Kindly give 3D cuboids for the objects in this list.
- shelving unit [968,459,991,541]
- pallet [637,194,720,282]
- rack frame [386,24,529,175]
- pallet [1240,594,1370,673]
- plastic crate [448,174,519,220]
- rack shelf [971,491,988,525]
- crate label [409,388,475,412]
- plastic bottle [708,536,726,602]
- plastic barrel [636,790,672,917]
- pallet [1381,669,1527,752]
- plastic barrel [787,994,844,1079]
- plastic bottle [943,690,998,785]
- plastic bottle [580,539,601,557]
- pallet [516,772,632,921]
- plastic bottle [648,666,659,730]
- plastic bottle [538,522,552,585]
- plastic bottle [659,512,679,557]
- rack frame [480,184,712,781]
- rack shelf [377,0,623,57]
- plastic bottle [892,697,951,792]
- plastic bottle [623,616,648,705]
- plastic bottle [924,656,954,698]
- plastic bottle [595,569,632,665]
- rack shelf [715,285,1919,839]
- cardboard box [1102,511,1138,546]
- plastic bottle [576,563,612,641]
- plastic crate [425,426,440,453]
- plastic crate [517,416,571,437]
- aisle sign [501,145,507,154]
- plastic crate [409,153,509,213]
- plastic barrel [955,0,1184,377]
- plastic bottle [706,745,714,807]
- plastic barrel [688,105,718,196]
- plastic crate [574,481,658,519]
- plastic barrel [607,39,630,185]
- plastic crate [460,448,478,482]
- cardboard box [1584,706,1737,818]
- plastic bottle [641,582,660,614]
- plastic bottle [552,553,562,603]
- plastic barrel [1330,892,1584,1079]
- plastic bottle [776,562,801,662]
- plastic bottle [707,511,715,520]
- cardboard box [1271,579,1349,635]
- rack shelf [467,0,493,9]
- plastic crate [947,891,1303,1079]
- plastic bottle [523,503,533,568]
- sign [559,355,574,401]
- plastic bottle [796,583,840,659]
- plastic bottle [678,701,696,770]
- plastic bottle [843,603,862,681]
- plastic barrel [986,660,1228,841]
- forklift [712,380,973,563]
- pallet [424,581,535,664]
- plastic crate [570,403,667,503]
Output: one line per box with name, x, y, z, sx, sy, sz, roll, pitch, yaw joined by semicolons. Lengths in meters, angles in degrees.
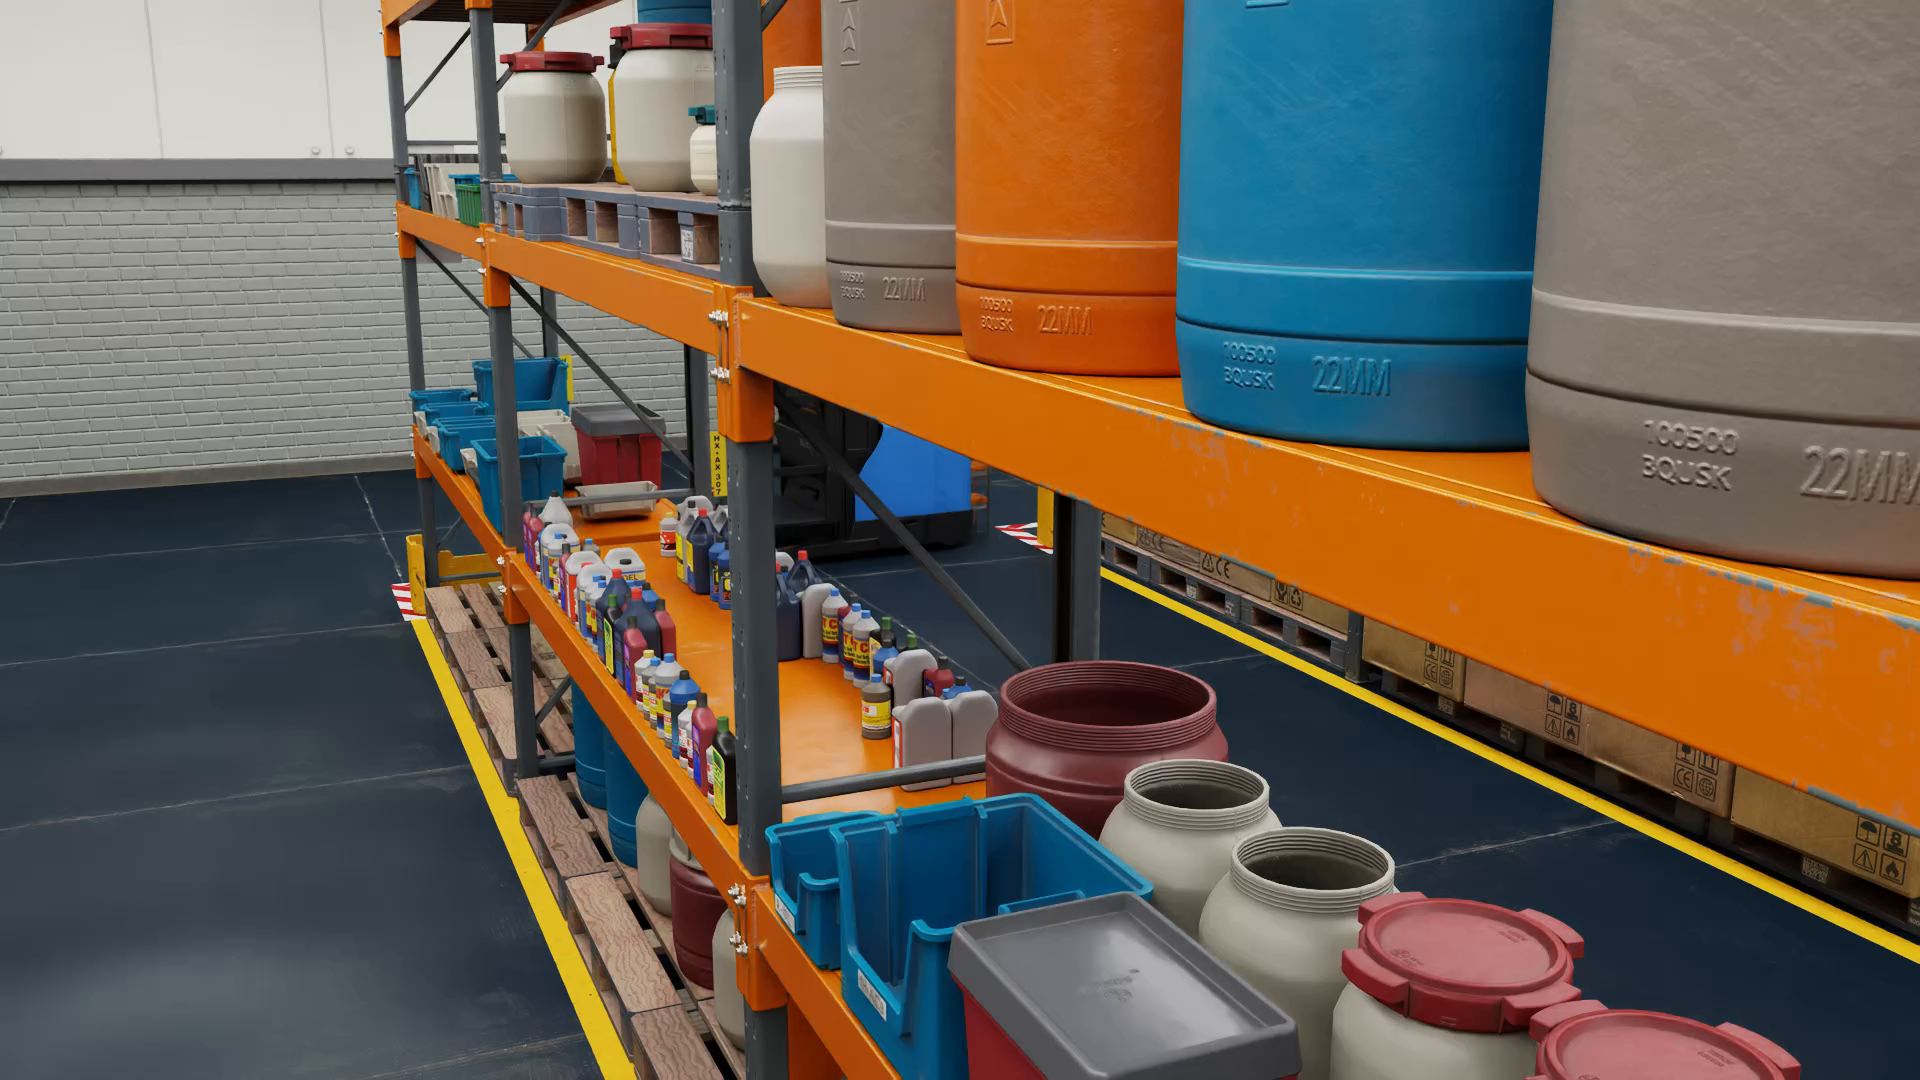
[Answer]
shelving unit;0.104;-0.537;13.860;0.215;1.050;0.252;-6;14;-26
pallet;-0.317;-0.902;4.879;1.003;0.211;1.213;-6;14;-23
rack frame;-3.305;-3.941;10.940;1.000;3.000;0.127;-6;14;-23
pallet;2.603;0.555;11.003;1.003;0.211;1.213;-6;14;-23
plastic crate;-2.360;-1.731;8.415;0.416;0.233;0.300;-6;14;-23
rack shelf;0.104;-0.256;13.925;0.215;0.259;0.240;-6;14;-26
crate label;-3.507;-0.885;11.280;0.416;0.233;0.303;-6;14;-23
plastic bottle;-1.007;0.118;6.993;0.097;0.271;0.097;0;13;0
plastic barrel;-1.072;1.201;6.616;0.421;0.512;0.421;0;13;0
pallet;3.214;0.872;9.634;1.003;0.211;1.213;-6;14;-23
plastic barrel;-0.312;1.388;5.103;0.600;0.830;0.708;-6;14;-23
plastic bottle;0.023;0.577;5.002;0.152;0.276;0.135;-6;14;-23
plastic bottle;-1.613;0.096;7.245;0.097;0.201;0.097;0;13;0
pallet;-1.431;1.330;7.655;1.003;0.211;1.213;-6;14;-23
plastic bottle;-0.970;0.513;5.443;0.097;0.201;0.097;0;13;0
plastic bottle;-1.791;0.055;7.265;0.097;0.271;0.097;0;13;0
plastic bottle;-1.355;-0.028;7.777;0.097;0.201;0.097;0;13;0
rack frame;-1.702;-0.192;8.046;1.000;3.000;0.127;-6;14;-23
rack shelf;-2.504;-2.982;9.281;1.077;0.370;4.000;-6;14;-23
plastic bottle;-0.117;0.590;4.942;0.152;0.276;0.135;-6;14;-23
plastic bottle;-1.111;0.410;5.703;0.061;0.283;0.133;-6;14;-23
plastic bottle;-0.067;0.501;5.312;0.061;0.283;0.133;-6;14;-23
plastic bottle;-1.264;0.275;6.138;0.144;0.351;0.185;-6;14;-23
rack shelf;0.701;-0.063;2.433;1.077;0.370;4.000;-6;14;-23
cardboard box;1.563;-0.510;13.202;0.875;0.875;0.875;-6;14;-23
plastic bottle;-1.402;0.238;6.464;0.152;0.276;0.135;-6;14;-23
plastic crate;-3.183;-0.624;10.366;0.250;0.136;0.298;-6;14;-23
plastic crate;-2.709;-0.706;10.718;0.396;0.136;0.243;-6;14;-23
aisle sign;-3.065;-2.326;11.502;0.394;0.787;0.004;-6;14;-23
plastic crate;-2.945;-2.109;9.814;0.504;0.338;0.767;-6;14;-23
plastic barrel;0.292;-0.712;2.687;0.600;0.830;0.708;-6;14;-23
plastic bottle;-0.682;0.661;4.802;0.097;0.201;0.097;0;13;0
plastic barrel;-0.664;-1.172;5.005;0.301;0.262;0.301;0;13;0
plastic crate;-1.758;-0.202;8.540;0.396;0.136;0.243;-6;14;-23
plastic barrel;-1.151;-1.779;6.903;0.600;0.588;0.600;0;13;0
plastic crate;-2.675;-0.425;9.506;0.293;0.136;0.466;-6;14;-23
cardboard box;3.831;0.689;8.023;1.225;0.875;0.875;-6;14;-23
plastic bottle;-1.171;0.294;6.233;0.097;0.271;0.097;0;13;0
plastic bottle;-1.659;0.157;6.979;0.097;0.201;0.097;0;13;0
plastic barrel;0.853;0.936;2.870;0.433;0.535;0.433;0;13;0
plastic bottle;-0.679;0.262;6.196;0.144;0.351;0.185;-6;14;-23
plastic bottle;-1.102;-0.004;7.508;0.152;0.276;0.135;-6;14;-23
cardboard box;2.645;0.048;10.791;0.875;0.875;0.875;-6;14;-23
rack shelf;-0.901;-2.156;5.710;1.077;0.370;4.000;-6;14;-23
plastic crate;0.267;0.965;2.906;0.402;0.464;0.583;-6;14;-23
plastic bottle;-1.946;-0.021;7.565;0.061;0.283;0.133;-6;14;-23
sign;-2.807;-1.151;11.827;0.100;0.325;0.005;-6;14;-23
plastic bottle;-0.533;0.290;6.240;0.152;0.276;0.135;-6;14;-23
plastic bottle;-0.814;0.593;5.095;0.097;0.201;0.097;0;13;0
plastic bottle;-0.369;0.361;5.941;0.097;0.271;0.097;0;13;0
plastic barrel;0.363;0.637;4.164;0.600;0.536;0.708;-6;14;-23
forklift;-1.453;-1.333;13.129;3.031;2.935;1.130;-6;14;-25
pallet;-3.010;0.514;11.180;1.003;0.211;1.213;-6;14;-23
plastic crate;-1.830;-0.459;8.927;0.402;0.464;0.583;-6;14;-23
